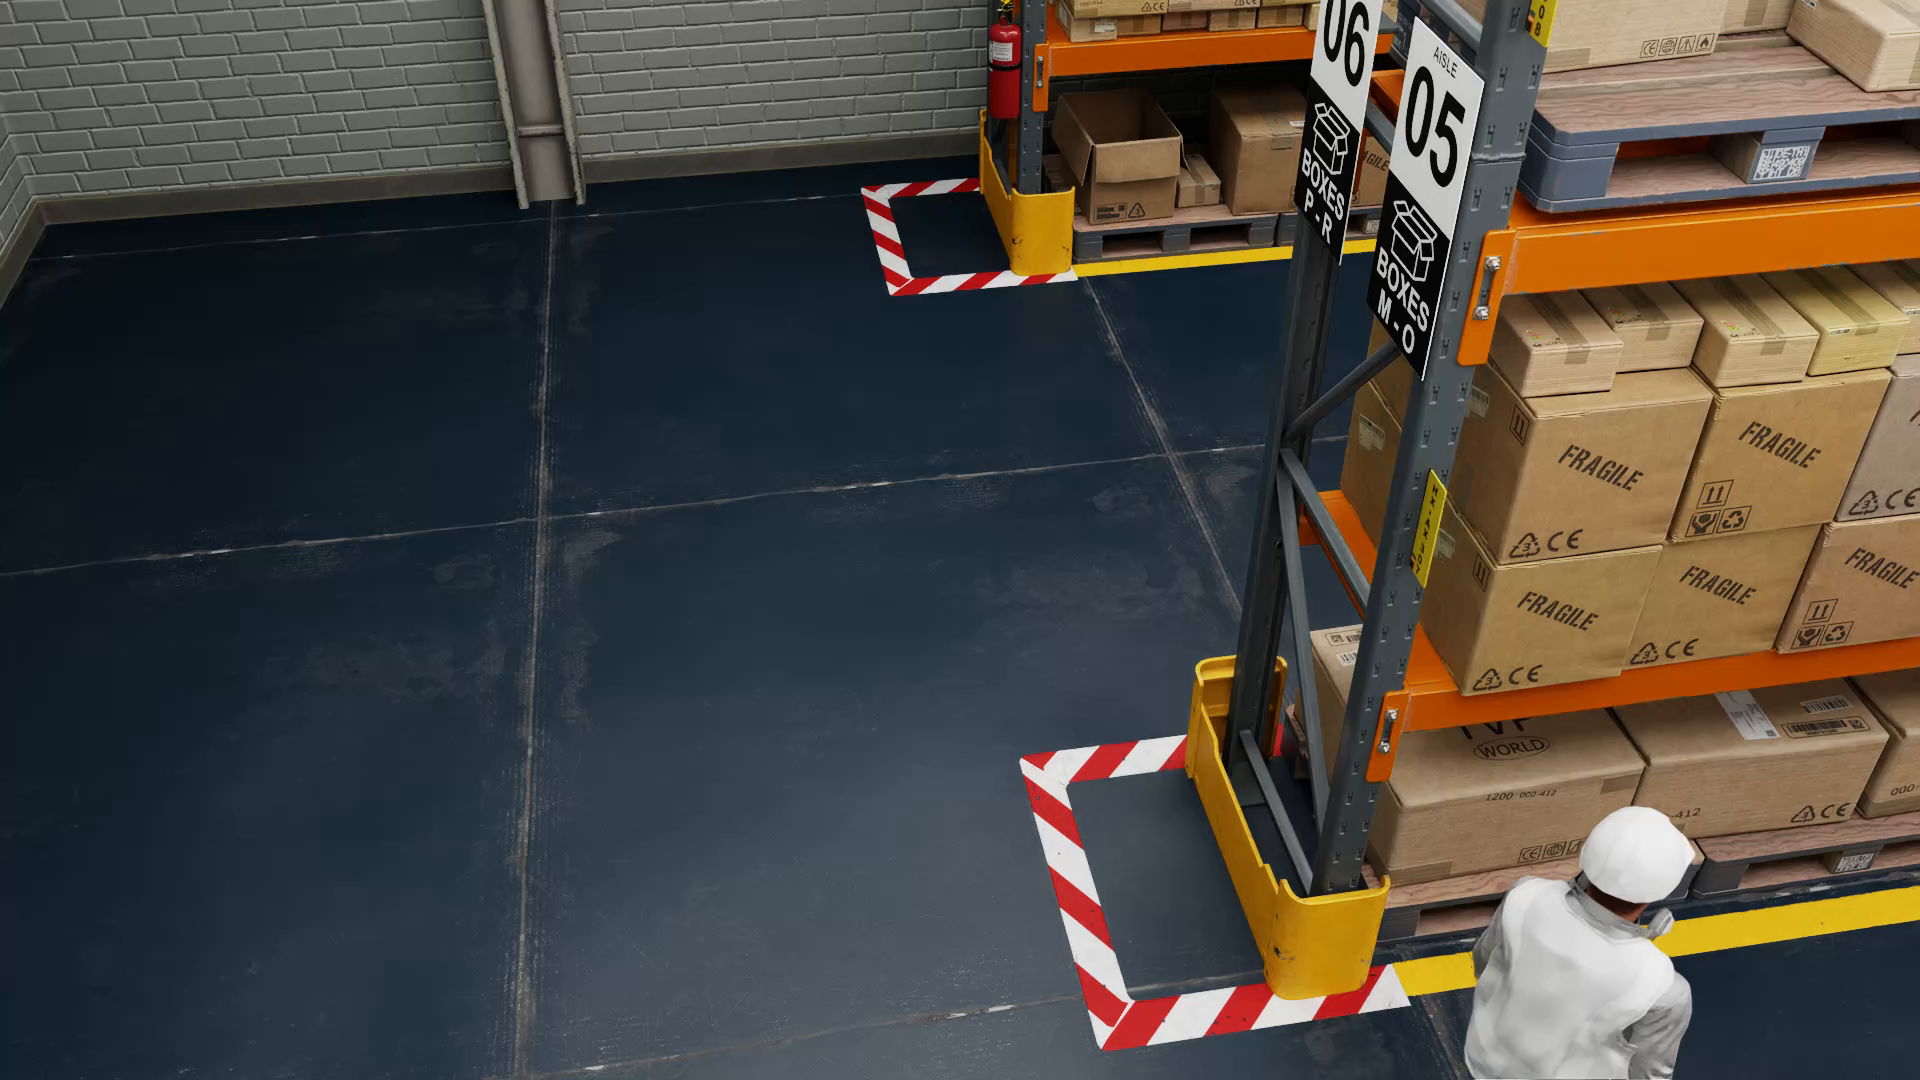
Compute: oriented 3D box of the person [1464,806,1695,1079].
[{"bbox_3d":[1.570,1.377,4.392,0.443,1.774,0.565,-26,45,-29],"label":"person"}]
